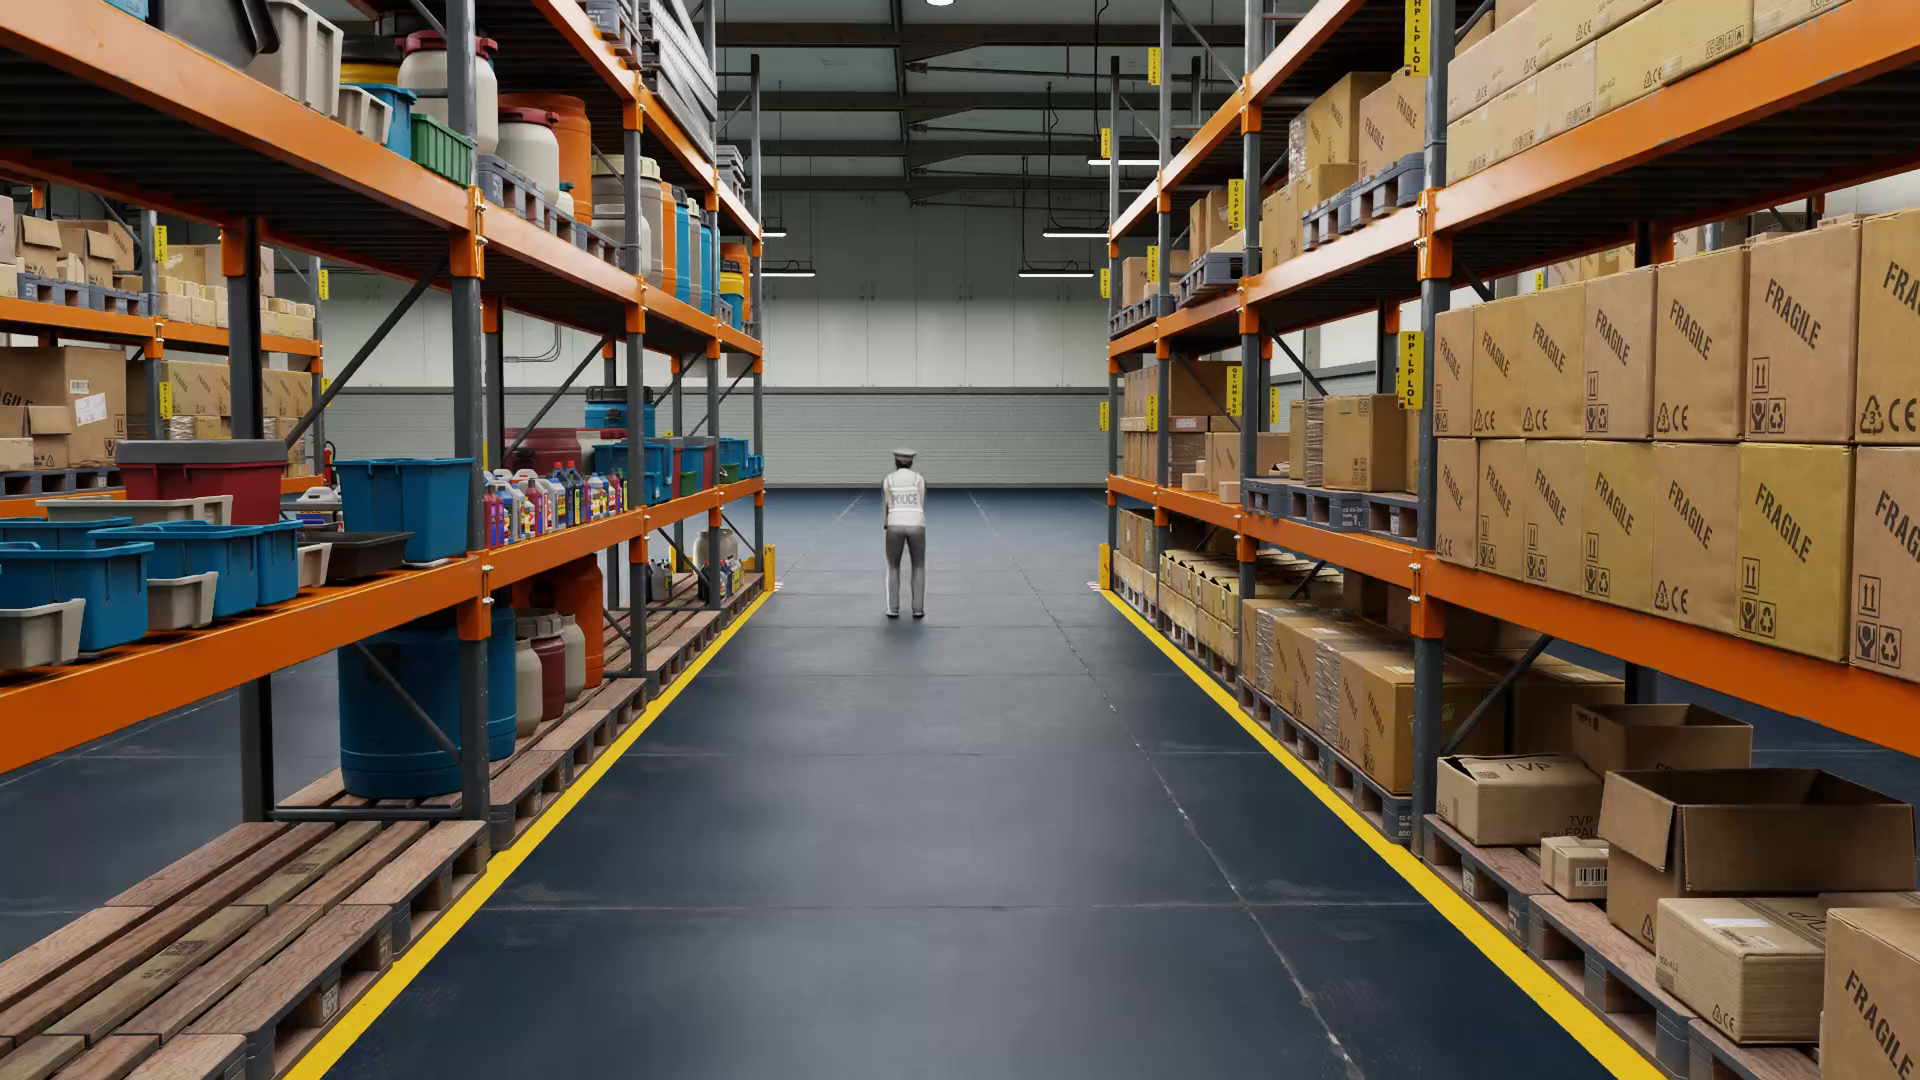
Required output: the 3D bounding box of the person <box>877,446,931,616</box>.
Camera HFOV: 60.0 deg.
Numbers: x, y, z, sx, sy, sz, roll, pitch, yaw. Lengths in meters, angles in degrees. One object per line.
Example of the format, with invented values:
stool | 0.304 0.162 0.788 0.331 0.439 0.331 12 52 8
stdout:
person | -0.546 -0.082 16.224 0.532 1.657 0.396 0 4 -5
